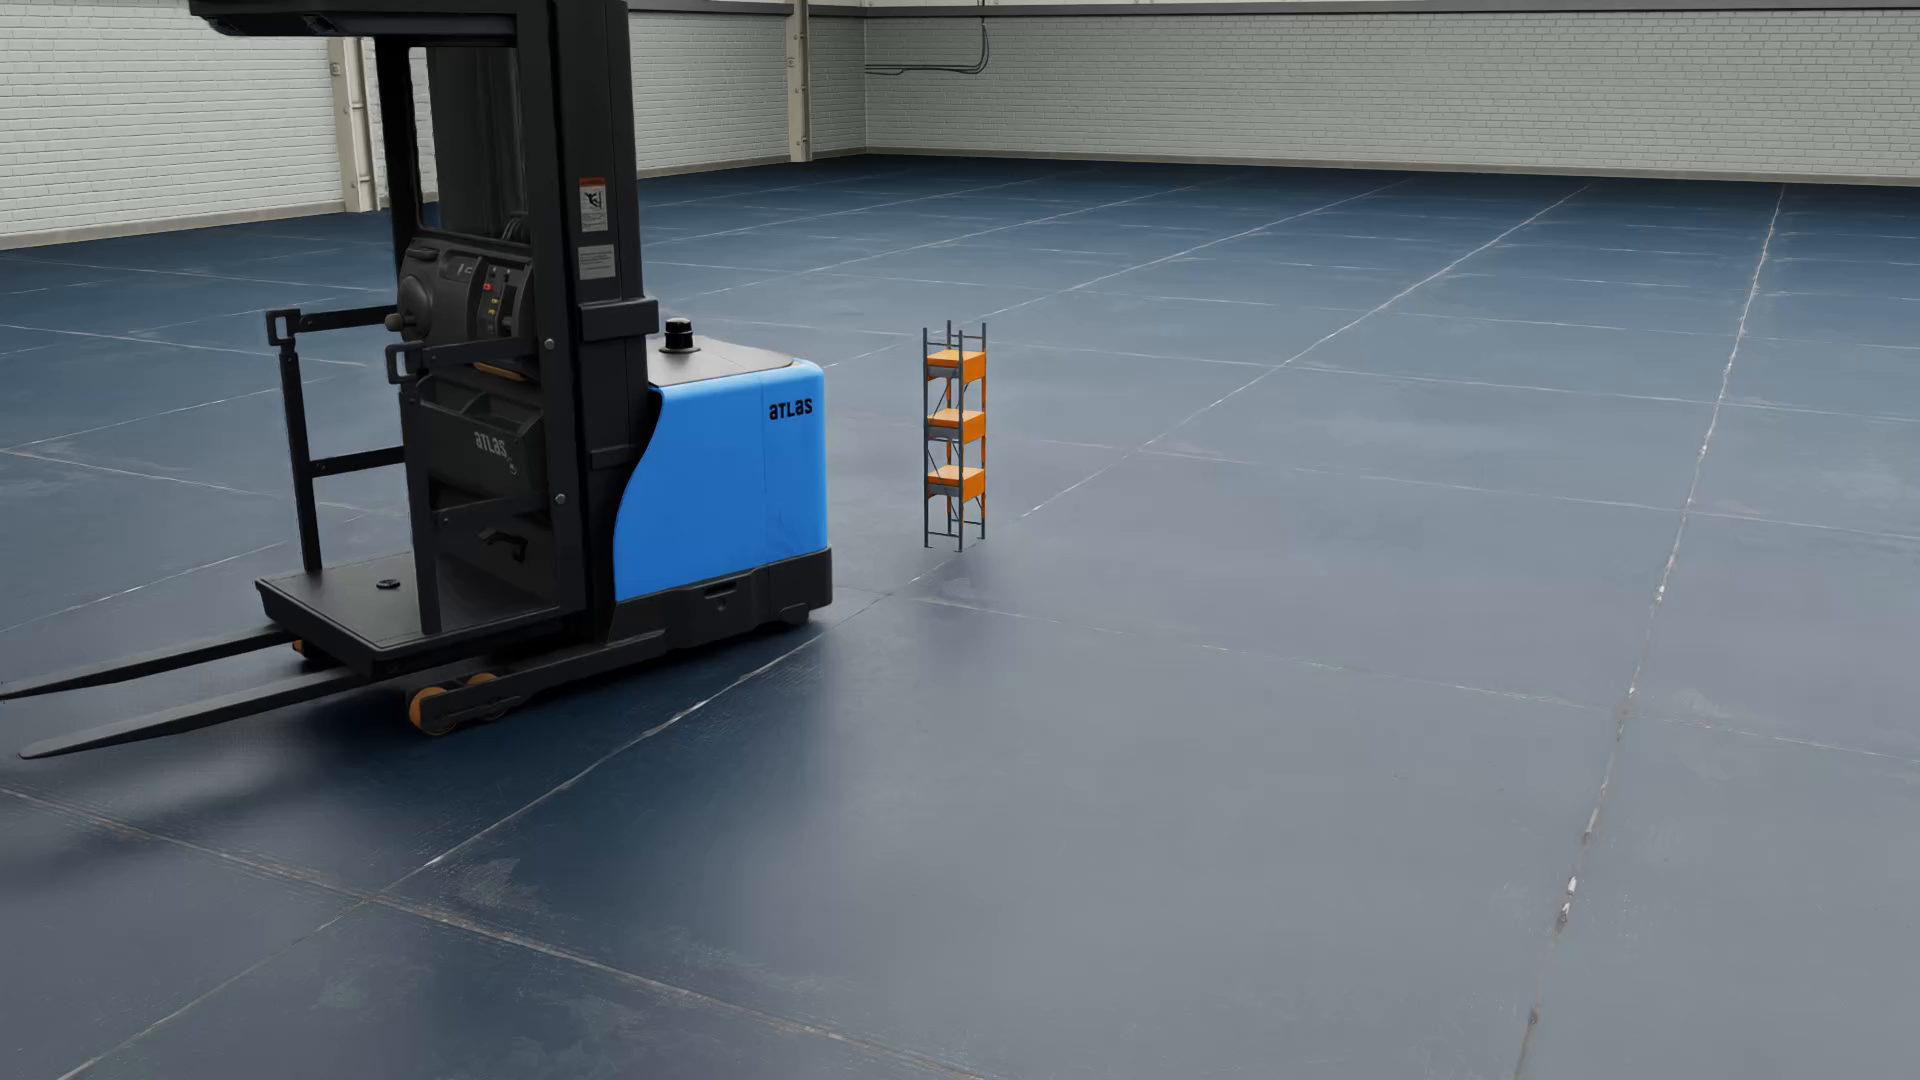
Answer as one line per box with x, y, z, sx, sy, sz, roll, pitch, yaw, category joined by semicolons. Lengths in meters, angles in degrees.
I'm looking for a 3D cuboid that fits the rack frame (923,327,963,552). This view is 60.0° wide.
-0.078;-0.459;7.724;0.200;1.050;0.008;8;18;25;rack frame

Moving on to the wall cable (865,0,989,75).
-0.787;-11.231;35.485;3.097;2.526;0.112;8;18;25;wall cable

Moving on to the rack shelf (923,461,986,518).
-0.024;-0.213;7.911;0.215;0.259;0.240;8;18;25;rack shelf

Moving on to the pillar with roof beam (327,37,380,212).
-4.798;-8.533;20.948;9.100;9.000;0.400;8;18;25;pillar with roof beam

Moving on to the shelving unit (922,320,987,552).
-0.024;-0.490;7.829;0.215;1.050;0.252;8;18;25;shelving unit

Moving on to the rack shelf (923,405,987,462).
-0.024;-0.479;7.832;0.215;0.259;0.240;8;18;25;rack shelf

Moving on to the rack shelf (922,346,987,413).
-0.024;-0.752;7.751;0.215;0.259;0.240;8;18;25;rack shelf

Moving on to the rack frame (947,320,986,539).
0.031;-0.521;7.934;0.200;1.050;0.008;8;18;25;rack frame

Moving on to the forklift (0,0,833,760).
-1.950;-0.895;5.891;3.031;2.935;1.130;-15;22;-41;forklift

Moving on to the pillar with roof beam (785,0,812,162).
0.564;-11.589;31.239;9.100;9.000;0.400;8;18;25;pillar with roof beam
